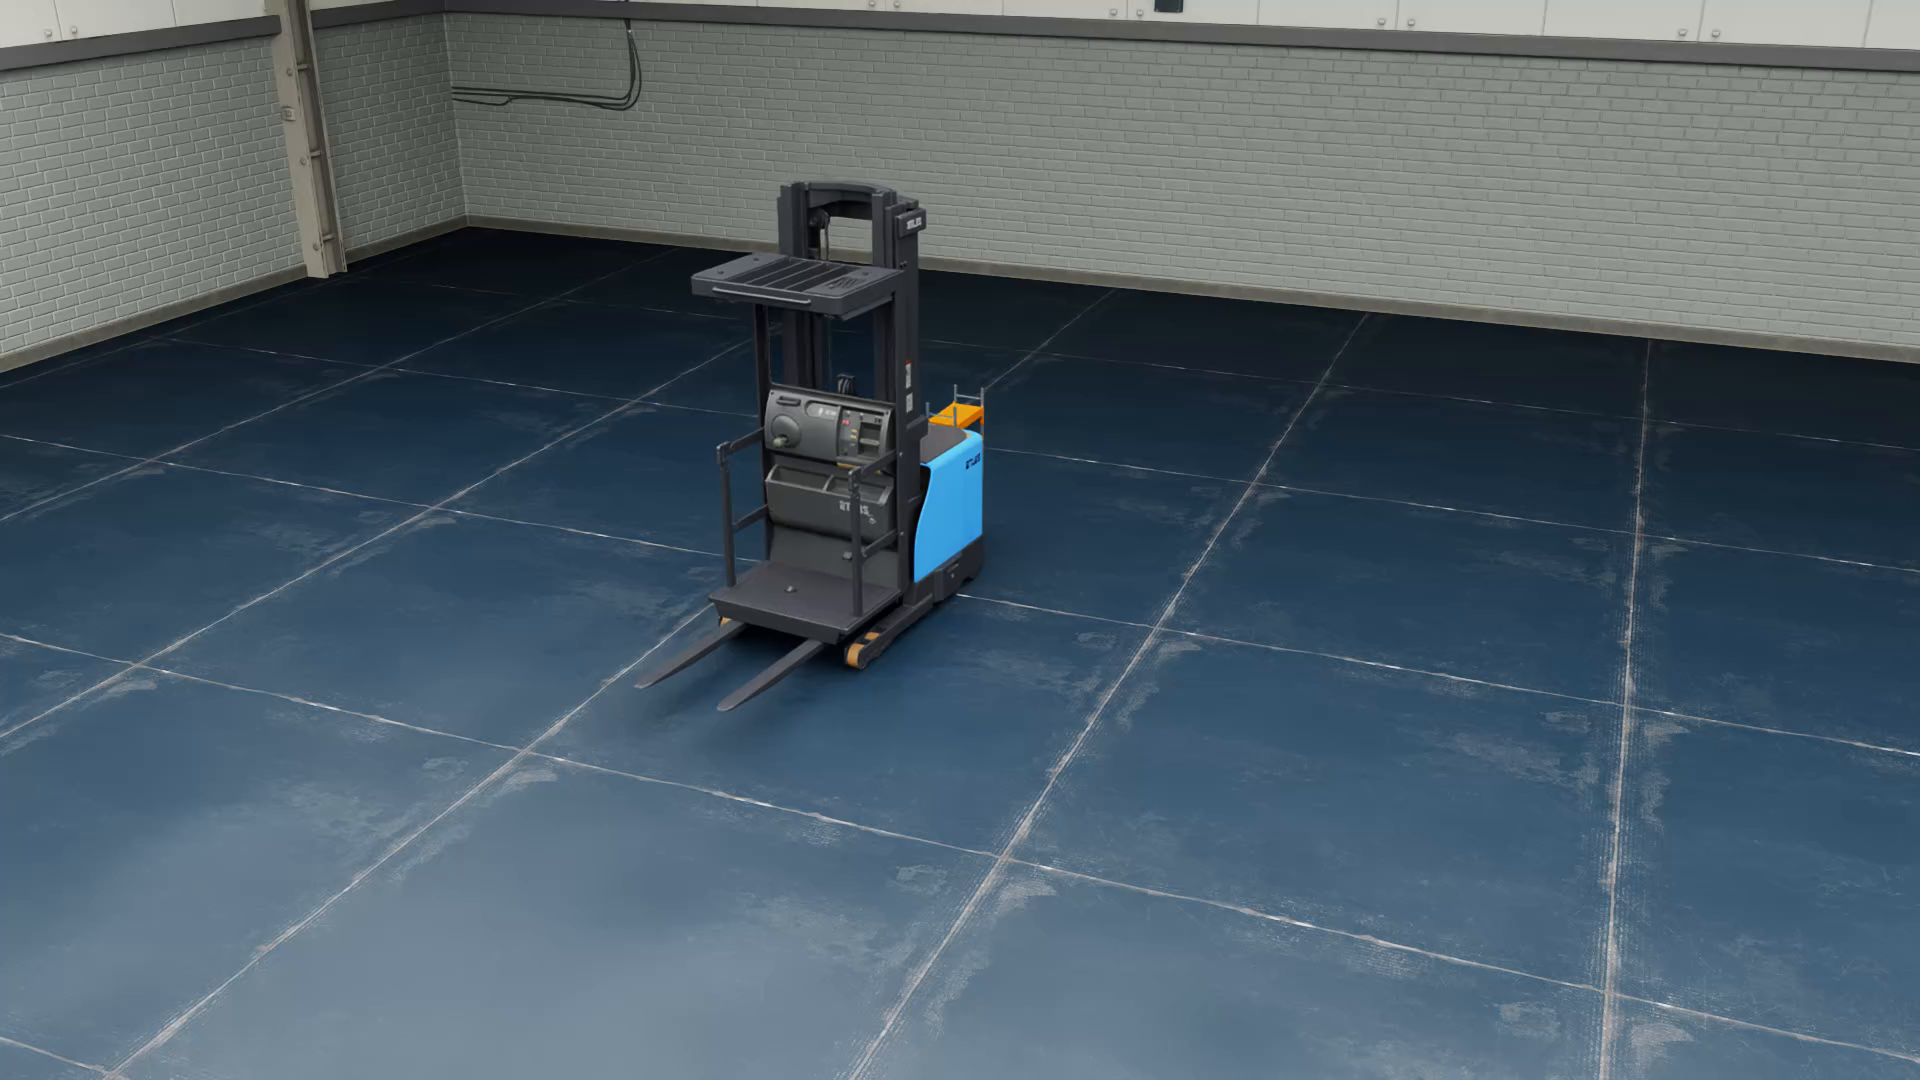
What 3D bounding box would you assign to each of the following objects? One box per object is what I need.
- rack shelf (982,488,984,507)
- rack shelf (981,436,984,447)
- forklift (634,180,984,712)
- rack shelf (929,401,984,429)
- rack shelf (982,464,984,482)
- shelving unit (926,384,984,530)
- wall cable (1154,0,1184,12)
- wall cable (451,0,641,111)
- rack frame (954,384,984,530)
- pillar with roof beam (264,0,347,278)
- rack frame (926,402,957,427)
[{"bbox_3d":[-0.035,-0.261,12.508,0.258,0.148,0.480,10,25,22],"label":"rack shelf"},{"bbox_3d":[-0.035,-0.651,12.345,0.258,0.148,0.480,10,25,22],"label":"rack shelf"},{"bbox_3d":[-0.964,-0.715,10.659,1.130,2.935,3.031,12,25,26],"label":"forklift"},{"bbox_3d":[-0.035,-0.869,12.254,0.258,0.148,0.480,10,25,22],"label":"rack shelf"},{"bbox_3d":[-0.035,-0.444,12.431,0.258,0.148,0.480,10,25,22],"label":"rack shelf"},{"bbox_3d":[-0.035,-0.506,12.406,0.258,1.200,0.503,10,25,22],"label":"shelving unit"},{"bbox_3d":[3.257,-8.534,17.094,2.305,6.003,0.169,9,24,20],"label":"wall cable"},{"bbox_3d":[-5.551,-6.897,21.616,3.097,2.526,0.112,9,24,20],"label":"wall cable"},{"bbox_3d":[0.066,-0.592,12.611,0.240,1.200,0.015,10,25,22],"label":"rack frame"},{"bbox_3d":[-3.876,-6.849,17.471,9.100,9.000,0.400,9,24,20],"label":"pillar with roof beam"},{"bbox_3d":[-0.135,-0.421,12.200,0.240,1.200,0.015,10,25,22],"label":"rack frame"}]
